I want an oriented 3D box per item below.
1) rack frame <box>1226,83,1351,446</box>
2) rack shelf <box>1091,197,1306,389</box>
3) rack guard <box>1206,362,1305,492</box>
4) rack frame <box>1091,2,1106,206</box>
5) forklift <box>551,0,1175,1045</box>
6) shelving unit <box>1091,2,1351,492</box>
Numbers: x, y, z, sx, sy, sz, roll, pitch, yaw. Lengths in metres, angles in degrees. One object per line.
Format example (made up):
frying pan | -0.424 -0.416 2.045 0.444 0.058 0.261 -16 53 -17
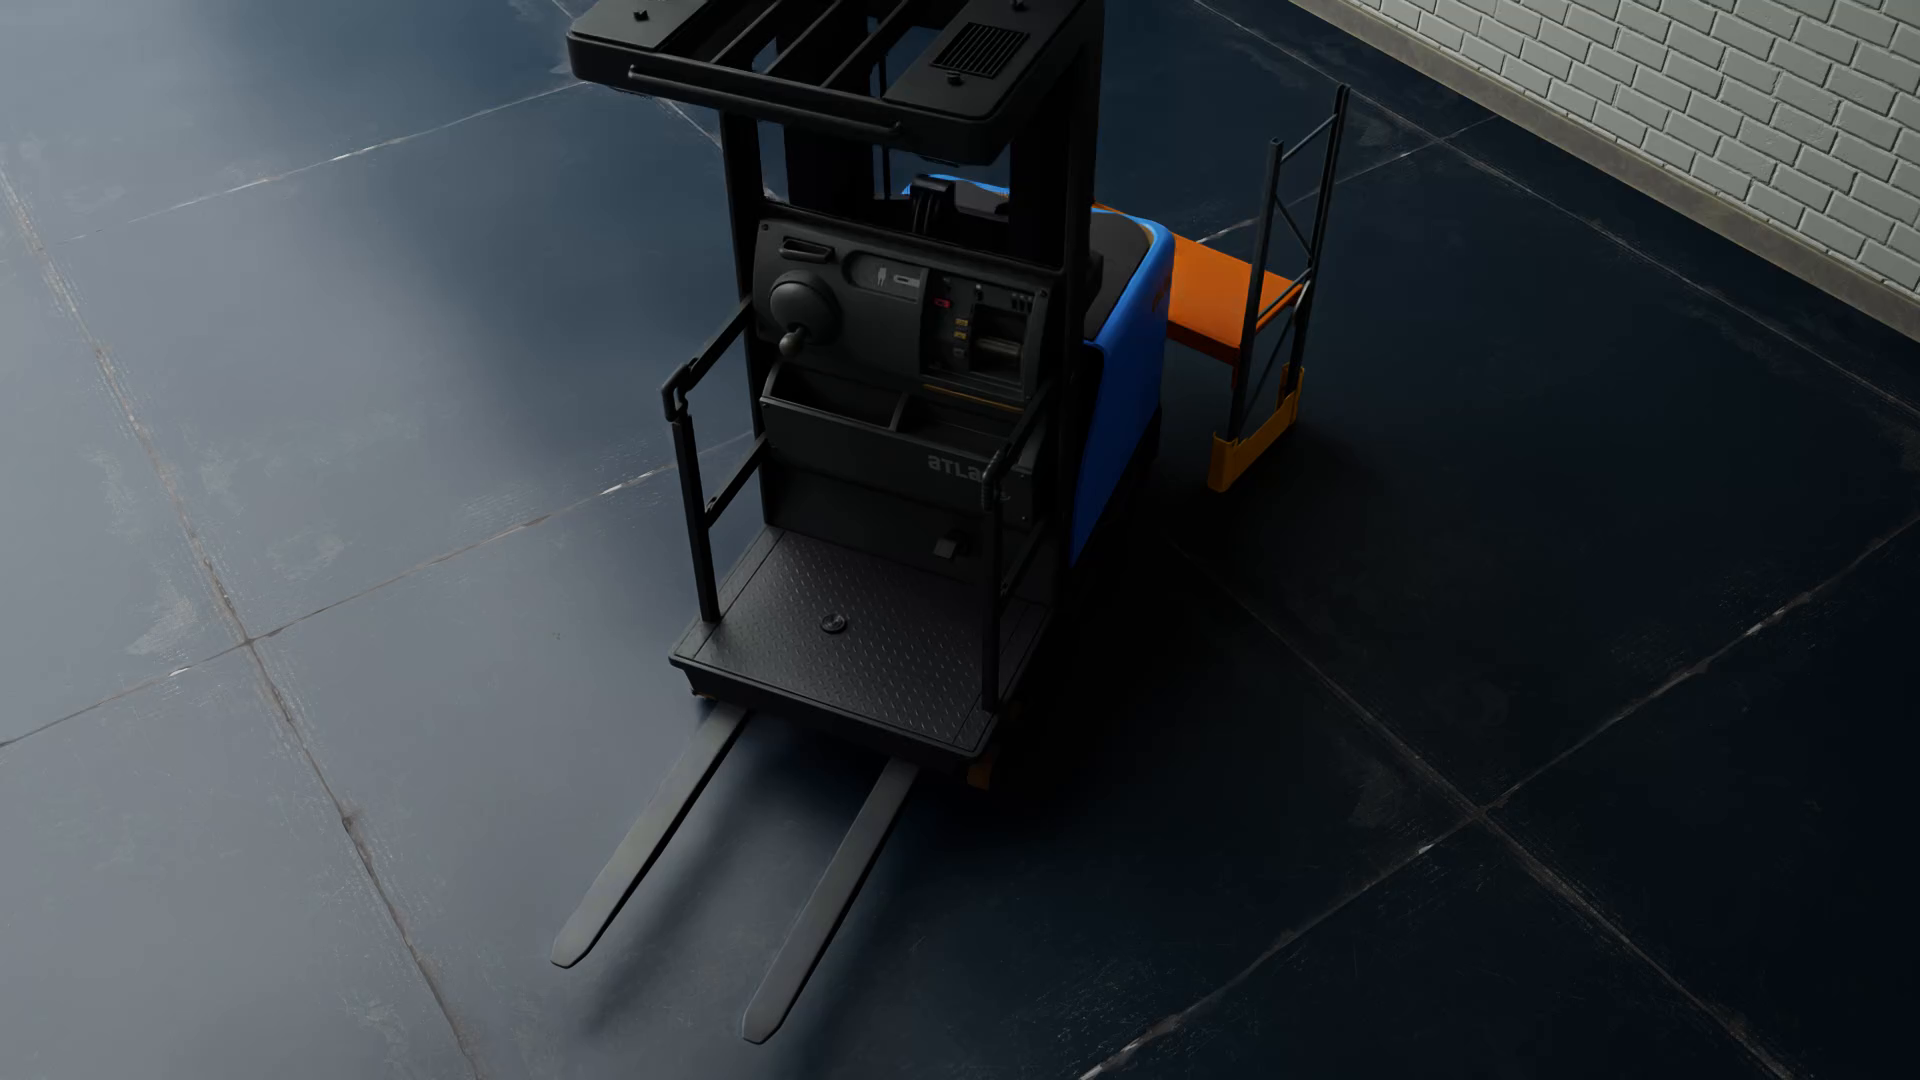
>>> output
rack frame | 1.179 -0.890 6.096 0.032 1.500 0.500 28 50 26
rack shelf | 0.777 -0.975 6.446 1.000 0.185 0.538 28 50 26
rack guard | 1.163 -0.446 6.537 0.087 0.250 0.587 28 50 26
rack frame | 0.376 -1.321 6.547 0.032 1.500 0.500 28 50 26
forklift | -0.262 -0.586 4.741 1.130 2.935 3.031 16 46 16
shelving unit | 0.770 -1.109 6.326 1.083 1.500 0.587 28 50 26
